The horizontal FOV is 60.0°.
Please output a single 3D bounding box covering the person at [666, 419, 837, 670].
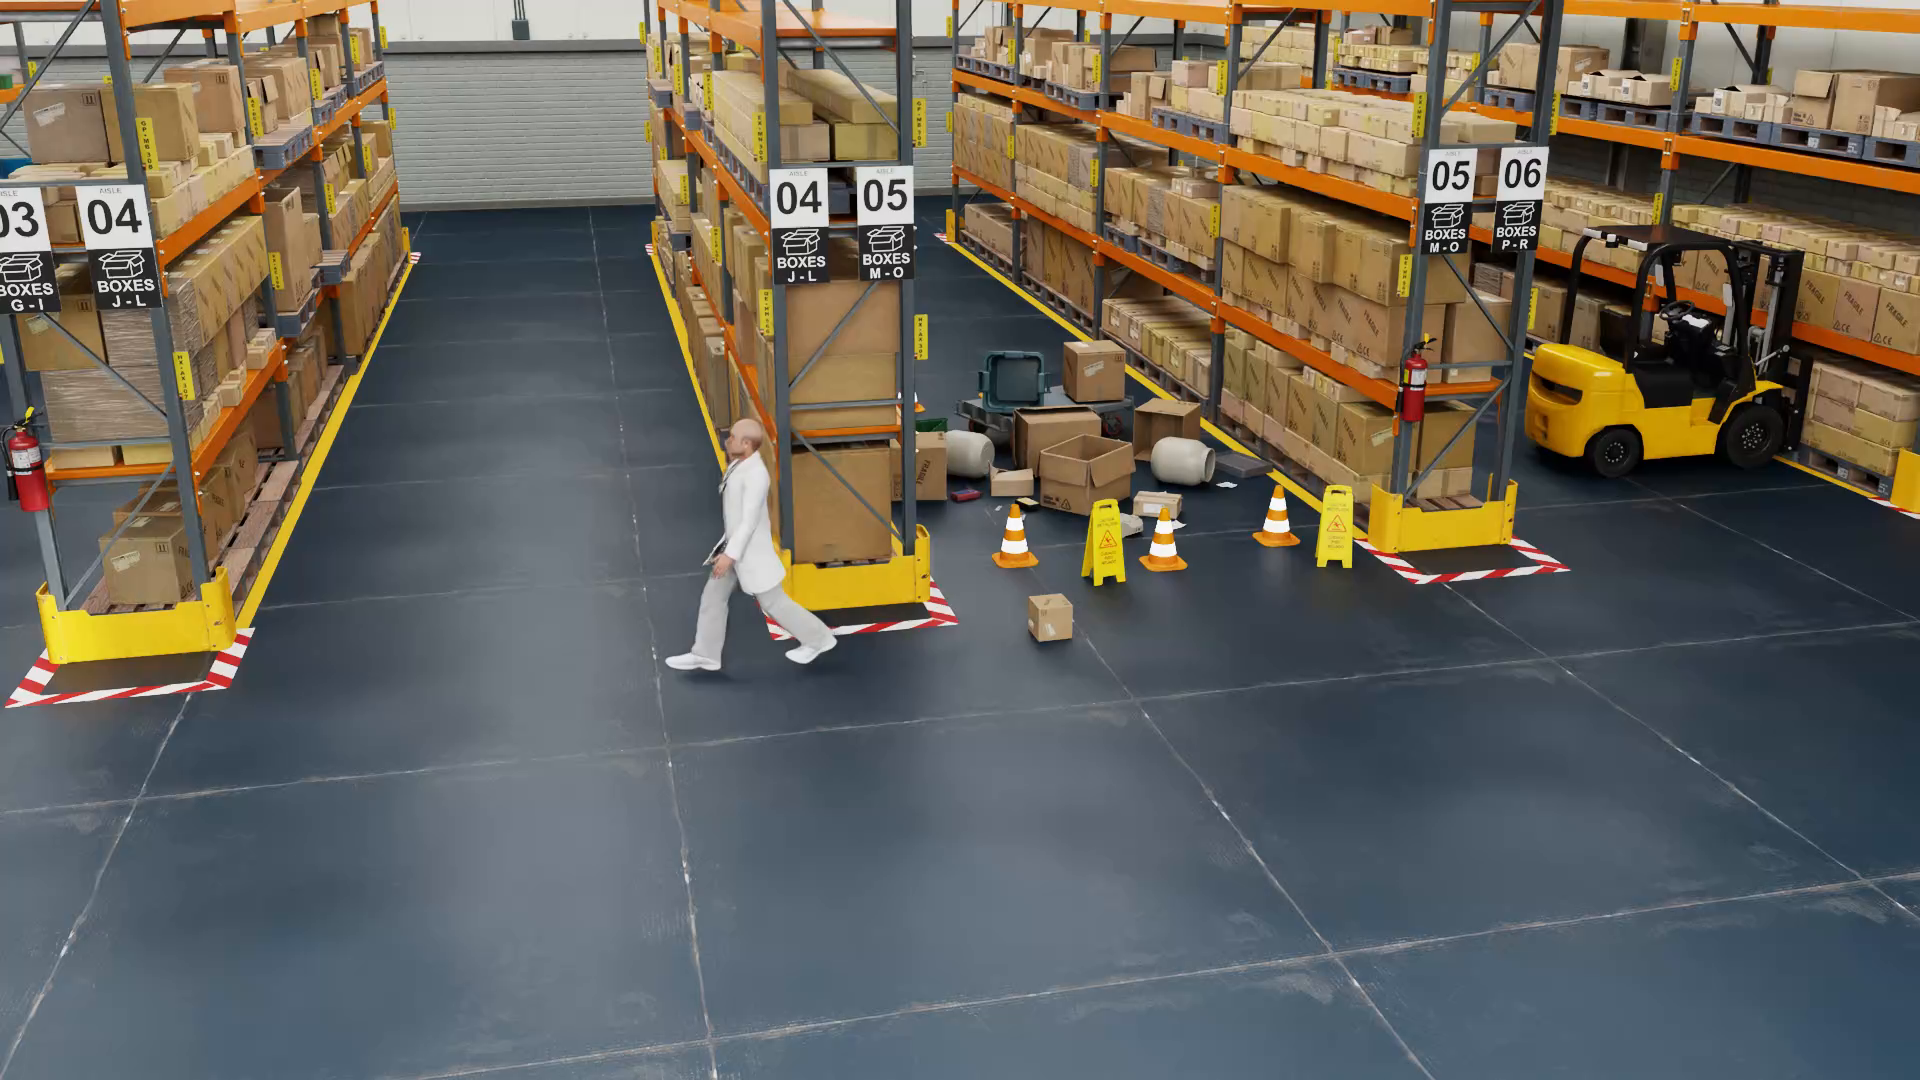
[{"bbox_3d":[-1.396,0.049,10.947,1.141,1.729,0.568,-7,20,-18],"label":"person"}]
